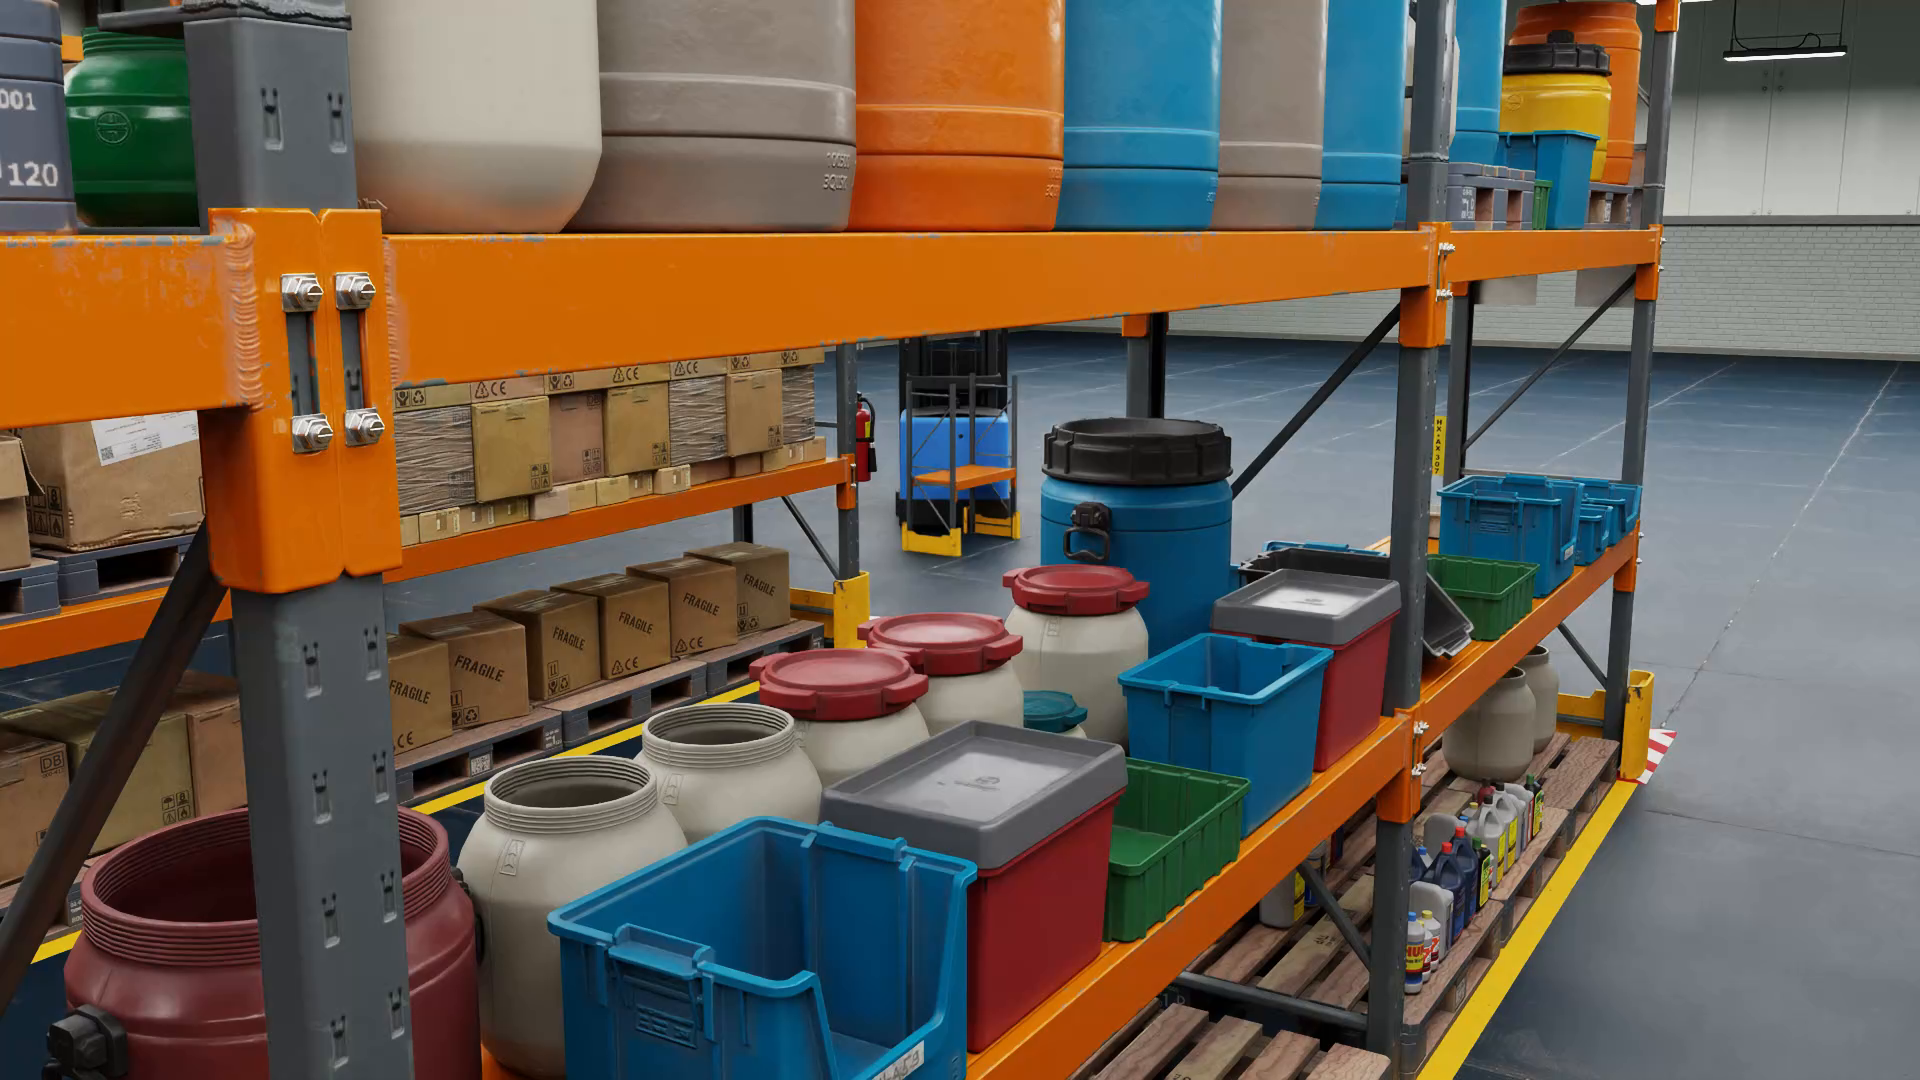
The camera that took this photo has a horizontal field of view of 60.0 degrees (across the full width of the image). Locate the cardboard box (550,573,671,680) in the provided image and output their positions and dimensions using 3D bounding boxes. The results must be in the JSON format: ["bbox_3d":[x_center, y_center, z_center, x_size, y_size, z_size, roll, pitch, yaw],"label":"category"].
[{"bbox_3d":[-2.104,0.512,10.016,0.500,0.500,0.500,8,13,36],"label":"cardboard box"}]

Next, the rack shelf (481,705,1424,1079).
[{"bbox_3d":[-0.025,0.969,3.875,1.077,0.370,4.000,6,12,31],"label":"rack shelf"}]

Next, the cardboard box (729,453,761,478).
[{"bbox_3d":[-1.474,-0.492,10.407,0.380,0.149,0.250,6,12,31],"label":"cardboard box"}]

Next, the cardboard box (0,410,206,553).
[{"bbox_3d":[-3.752,-0.562,7.327,1.000,1.000,1.000,6,12,31],"label":"cardboard box"}]

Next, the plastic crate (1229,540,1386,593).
[{"bbox_3d":[1.356,0.174,6.571,0.499,0.251,0.616,6,12,31],"label":"plastic crate"}]

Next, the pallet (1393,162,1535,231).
[{"bbox_3d":[1.304,-1.203,5.886,1.213,0.211,1.003,6,12,31],"label":"pallet"}]

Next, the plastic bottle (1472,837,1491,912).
[{"bbox_3d":[2.006,1.281,6.441,0.061,0.283,0.133,7,13,33],"label":"plastic bottle"}]

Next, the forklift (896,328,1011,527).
[{"bbox_3d":[-0.071,-1.791,16.852,1.130,2.935,3.031,0,11,-1],"label":"forklift"}]

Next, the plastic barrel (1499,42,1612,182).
[{"bbox_3d":[2.607,-1.910,7.495,0.600,0.588,0.600,0,11,0],"label":"plastic barrel"}]

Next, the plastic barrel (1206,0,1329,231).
[{"bbox_3d":[0.595,-1.216,4.079,0.600,0.901,0.600,0,11,0],"label":"plastic barrel"}]

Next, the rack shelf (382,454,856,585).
[{"bbox_3d":[-2.182,-0.133,9.763,1.077,0.370,4.000,6,12,31],"label":"rack shelf"}]

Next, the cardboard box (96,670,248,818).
[{"bbox_3d":[-3.557,0.935,7.701,0.700,0.500,0.500,5,12,26],"label":"cardboard box"}]

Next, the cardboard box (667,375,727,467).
[{"bbox_3d":[-1.906,-0.748,10.013,0.875,0.500,0.500,6,12,31],"label":"cardboard box"}]

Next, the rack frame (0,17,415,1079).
[{"bbox_3d":[-1.064,0.930,2.129,1.000,3.000,0.127,6,12,31],"label":"rack frame"}]

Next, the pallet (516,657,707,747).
[{"bbox_3d":[-2.269,0.897,9.884,1.003,0.211,1.213,6,12,31],"label":"pallet"}]

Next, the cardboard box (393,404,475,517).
[{"bbox_3d":[-2.934,-0.432,8.326,0.875,0.500,0.500,6,12,31],"label":"cardboard box"}]

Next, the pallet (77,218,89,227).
[{"bbox_3d":[-4.167,-1.304,6.421,1.213,0.211,1.003,6,12,31],"label":"pallet"}]

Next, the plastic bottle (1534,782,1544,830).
[{"bbox_3d":[2.511,1.162,7.300,0.097,0.201,0.097,0,11,0],"label":"plastic bottle"}]

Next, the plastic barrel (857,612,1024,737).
[{"bbox_3d":[-0.052,0.479,4.168,0.433,0.535,0.433,0,11,0],"label":"plastic barrel"}]

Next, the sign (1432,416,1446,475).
[{"bbox_3d":[2.622,-0.517,9.108,0.100,0.325,0.005,6,12,31],"label":"sign"}]

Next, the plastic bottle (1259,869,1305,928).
[{"bbox_3d":[1.224,1.272,6.307,0.144,0.351,0.185,6,12,31],"label":"plastic bottle"}]

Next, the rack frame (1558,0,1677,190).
[{"bbox_3d":[3.090,-3.277,8.297,1.000,3.000,0.127,6,12,31],"label":"rack frame"}]

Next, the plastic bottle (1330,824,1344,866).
[{"bbox_3d":[1.548,1.195,6.900,0.061,0.283,0.133,6,12,31],"label":"plastic bottle"}]

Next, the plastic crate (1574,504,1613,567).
[{"bbox_3d":[2.744,-0.046,7.747,0.499,0.251,0.408,6,12,31],"label":"plastic crate"}]

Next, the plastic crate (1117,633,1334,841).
[{"bbox_3d":[0.706,0.512,4.405,0.392,0.384,0.575,6,12,31],"label":"plastic crate"}]

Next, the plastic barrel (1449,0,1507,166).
[{"bbox_3d":[1.621,-1.772,5.910,0.600,0.901,0.708,6,12,31],"label":"plastic barrel"}]

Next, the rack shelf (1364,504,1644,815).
[{"bbox_3d":[2.051,0.340,7.235,1.077,0.370,4.000,6,12,31],"label":"rack shelf"}]

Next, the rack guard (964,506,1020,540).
[{"bbox_3d":[0.295,-0.160,15.423,0.587,0.250,0.087,7,13,33],"label":"rack guard"}]

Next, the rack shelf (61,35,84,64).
[{"bbox_3d":[-6.368,-3.375,11.864,1.077,0.370,4.000,6,12,31],"label":"rack shelf"}]

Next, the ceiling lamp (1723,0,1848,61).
[{"bbox_3d":[14.989,-10.292,29.908,2.000,3.185,0.800,6,12,31],"label":"ceiling lamp"}]

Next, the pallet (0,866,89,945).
[{"bbox_3d":[-4.255,1.514,6.589,1.003,0.211,1.213,6,12,31],"label":"pallet"}]

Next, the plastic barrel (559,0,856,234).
[{"bbox_3d":[-0.452,-0.899,2.386,0.600,0.901,0.600,0,11,0],"label":"plastic barrel"}]

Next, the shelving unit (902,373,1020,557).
[{"bbox_3d":[0.021,-0.697,14.900,0.587,1.500,1.083,7,13,33],"label":"shelving unit"}]

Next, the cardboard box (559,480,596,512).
[{"bbox_3d":[-2.223,-0.252,9.129,0.380,0.149,0.250,6,12,31],"label":"cardboard box"}]

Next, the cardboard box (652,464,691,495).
[{"bbox_3d":[-1.804,-0.367,9.741,0.380,0.149,0.250,6,12,31],"label":"cardboard box"}]

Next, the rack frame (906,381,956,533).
[{"bbox_3d":[-0.255,-0.621,14.490,0.500,1.500,0.032,7,13,33],"label":"rack frame"}]

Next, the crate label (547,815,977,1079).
[{"bbox_3d":[-0.317,0.783,2.822,0.502,0.435,0.616,6,12,31],"label":"crate label"}]

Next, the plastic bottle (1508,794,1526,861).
[{"bbox_3d":[2.285,1.184,6.979,0.152,0.276,0.135,6,12,29],"label":"plastic bottle"}]

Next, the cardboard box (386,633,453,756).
[{"bbox_3d":[-2.978,0.791,8.523,0.500,0.500,0.500,6,12,29],"label":"cardboard box"}]

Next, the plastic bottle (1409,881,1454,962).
[{"bbox_3d":[1.698,1.362,6.029,0.152,0.276,0.135,7,13,33],"label":"plastic bottle"}]

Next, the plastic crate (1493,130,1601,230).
[{"bbox_3d":[2.357,-1.466,6.819,0.392,0.384,0.575,6,12,31],"label":"plastic crate"}]

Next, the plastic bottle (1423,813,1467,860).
[{"bbox_3d":[1.966,1.230,6.736,0.152,0.276,0.135,6,12,31],"label":"plastic bottle"}]

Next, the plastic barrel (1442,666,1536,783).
[{"bbox_3d":[2.553,0.878,8.027,0.421,0.512,0.421,0,11,0],"label":"plastic barrel"}]

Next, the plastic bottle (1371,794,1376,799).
[{"bbox_3d":[1.882,1.052,7.696,0.097,0.271,0.097,0,11,0],"label":"plastic bottle"}]

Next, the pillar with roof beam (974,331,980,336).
[{"bbox_3d":[4.266,-9.454,41.292,9.100,9.000,0.548,6,12,31],"label":"pillar with roof beam"}]

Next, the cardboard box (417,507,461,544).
[{"bbox_3d":[-2.710,-0.092,8.270,0.380,0.149,0.250,6,12,31],"label":"cardboard box"}]

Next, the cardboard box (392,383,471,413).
[{"bbox_3d":[-2.769,-0.905,8.136,0.500,0.500,0.500,6,12,31],"label":"cardboard box"}]

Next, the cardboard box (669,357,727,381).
[{"bbox_3d":[-1.734,-1.220,9.818,0.500,0.500,0.500,6,12,31],"label":"cardboard box"}]
